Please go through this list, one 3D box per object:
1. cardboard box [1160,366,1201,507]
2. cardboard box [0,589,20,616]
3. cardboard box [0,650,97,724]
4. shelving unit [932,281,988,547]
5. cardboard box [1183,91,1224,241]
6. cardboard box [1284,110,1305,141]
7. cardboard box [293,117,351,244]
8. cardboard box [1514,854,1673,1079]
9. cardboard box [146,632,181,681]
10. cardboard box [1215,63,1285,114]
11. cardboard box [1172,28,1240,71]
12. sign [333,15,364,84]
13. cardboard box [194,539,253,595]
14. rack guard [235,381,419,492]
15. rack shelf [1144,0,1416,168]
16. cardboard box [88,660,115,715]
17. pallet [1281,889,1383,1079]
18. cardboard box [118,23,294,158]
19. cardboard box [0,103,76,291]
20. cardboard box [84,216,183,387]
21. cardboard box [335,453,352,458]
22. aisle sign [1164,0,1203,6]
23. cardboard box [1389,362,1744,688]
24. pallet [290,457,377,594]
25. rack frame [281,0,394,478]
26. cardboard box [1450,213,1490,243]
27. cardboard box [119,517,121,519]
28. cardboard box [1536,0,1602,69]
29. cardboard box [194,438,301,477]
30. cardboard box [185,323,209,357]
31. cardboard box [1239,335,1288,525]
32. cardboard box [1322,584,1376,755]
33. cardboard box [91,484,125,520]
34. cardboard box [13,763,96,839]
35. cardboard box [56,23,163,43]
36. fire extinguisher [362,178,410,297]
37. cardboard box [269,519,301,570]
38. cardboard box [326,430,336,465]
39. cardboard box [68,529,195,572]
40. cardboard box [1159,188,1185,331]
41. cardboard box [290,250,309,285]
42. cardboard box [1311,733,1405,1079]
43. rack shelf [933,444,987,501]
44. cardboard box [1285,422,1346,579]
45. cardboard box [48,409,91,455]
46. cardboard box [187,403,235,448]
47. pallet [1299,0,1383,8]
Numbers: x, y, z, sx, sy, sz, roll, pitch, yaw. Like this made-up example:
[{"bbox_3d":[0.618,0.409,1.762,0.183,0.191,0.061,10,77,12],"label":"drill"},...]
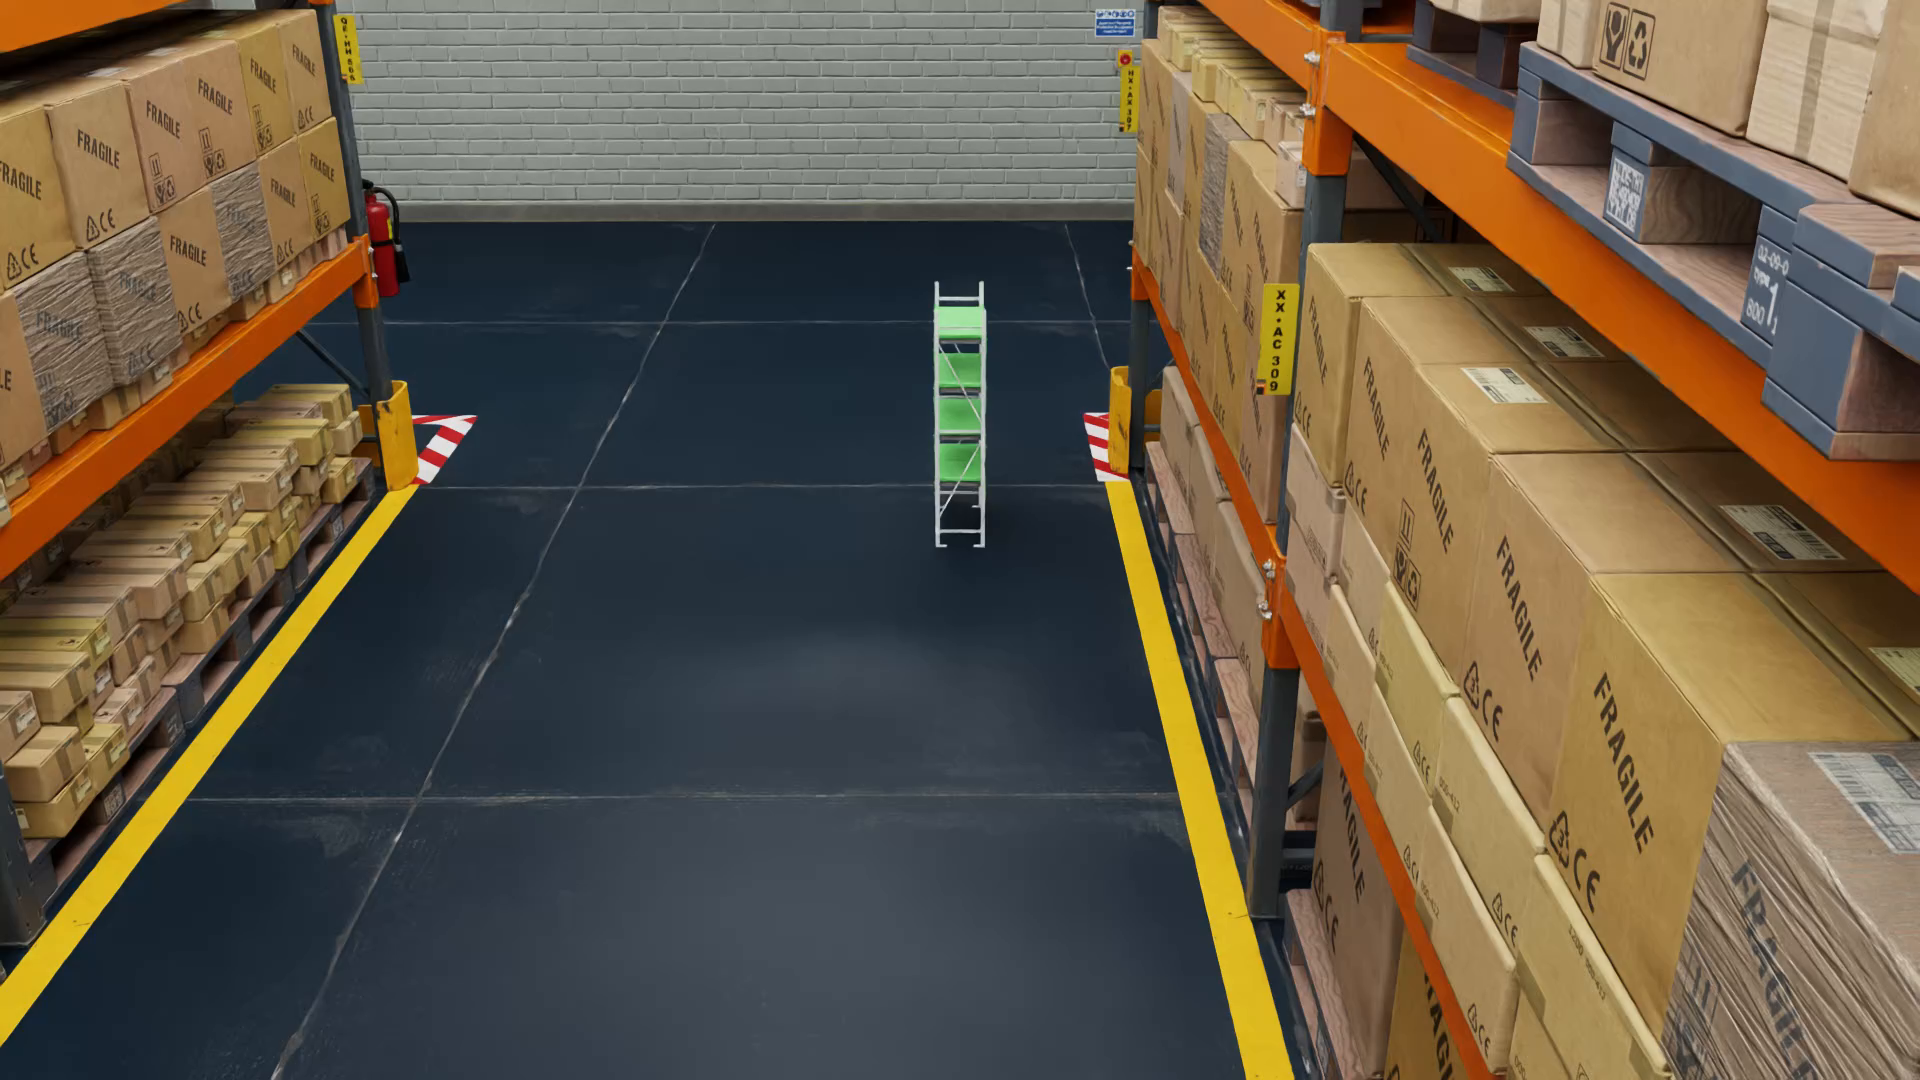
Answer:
[{"bbox_3d":[1.519,-0.541,8.406,0.875,0.438,0.875,-1,24,-2],"label":"cardboard box"},{"bbox_3d":[-3.734,0.300,6.175,0.380,0.149,0.250,1,24,1],"label":"cardboard box"},{"bbox_3d":[-3.233,0.504,5.725,0.380,0.149,0.250,1,24,2],"label":"cardboard box"},{"bbox_3d":[-0.002,-0.615,8.154,0.258,1.200,0.503,0,24,-1],"label":"shelving unit"},{"bbox_3d":[1.165,-1.460,6.504,0.500,0.500,0.500,0,24,0],"label":"cardboard box"},{"bbox_3d":[1.247,-1.274,5.306,0.380,0.149,0.250,0,24,0],"label":"cardboard box"},{"bbox_3d":[-3.274,-1.722,7.934,0.500,0.500,0.500,0,24,1],"label":"cardboard box"},{"bbox_3d":[1.205,0.728,2.576,0.500,0.250,0.500,-1,24,-2],"label":"cardboard box"},{"bbox_3d":[-3.324,0.453,6.559,0.380,0.149,0.250,-1,24,-3],"label":"cardboard box"},{"bbox_3d":[1.166,-1.691,6.226,0.380,0.149,0.250,0,24,-1],"label":"cardboard box"},{"bbox_3d":[1.122,-2.114,7.162,0.380,0.149,0.250,-1,24,-2],"label":"cardboard box"},{"bbox_3d":[-2.981,-2.390,8.107,0.100,0.325,0.005,0,24,-1],"label":"sign"},{"bbox_3d":[-3.204,0.110,6.955,0.380,0.149,0.250,0,24,0],"label":"cardboard box"},{"bbox_3d":[-3.536,-0.554,8.869,1.175,0.500,0.348,0,24,-1],"label":"rack guard"},{"bbox_3d":[1.434,-2.003,6.272,1.077,0.370,4.000,0,24,-1],"label":"rack shelf"},{"bbox_3d":[-3.308,0.541,6.003,0.380,0.149,0.250,0,24,-1],"label":"cardboard box"},{"bbox_3d":[1.540,1.448,4.792,1.003,0.211,1.213,0,24,-1],"label":"pallet"},{"bbox_3d":[-3.277,-1.965,7.259,0.500,0.500,0.500,-1,24,-2],"label":"cardboard box"},{"bbox_3d":[-3.275,-1.114,5.376,0.500,0.500,0.500,-1,24,-2],"label":"cardboard box"},{"bbox_3d":[-3.228,-0.874,6.061,0.500,0.500,0.500,-1,24,-2],"label":"cardboard box"},{"bbox_3d":[-3.322,-0.401,8.447,0.380,0.149,0.250,0,24,0],"label":"cardboard box"},{"bbox_3d":[1.121,-3.001,8.091,0.394,0.787,0.004,0,24,-1],"label":"aisle sign"},{"bbox_3d":[1.209,-0.043,3.369,0.500,0.500,0.500,-1,24,-2],"label":"cardboard box"},{"bbox_3d":[-3.562,-0.088,8.188,1.003,0.211,1.213,0,24,-1],"label":"pallet"},{"bbox_3d":[-3.537,-1.725,8.423,1.000,3.000,0.127,0,24,-1],"label":"rack frame"},{"bbox_3d":[1.693,-0.839,5.130,0.500,0.500,0.500,0,24,0],"label":"cardboard box"},{"bbox_3d":[-3.713,0.005,7.188,0.380,0.149,0.250,1,24,2],"label":"cardboard box"},{"bbox_3d":[1.126,-0.883,2.575,0.396,0.266,0.258,2,24,4],"label":"cardboard box"},{"bbox_3d":[-3.263,-0.354,7.621,0.380,0.149,0.250,-1,24,-3],"label":"cardboard box"},{"bbox_3d":[-3.305,-0.837,6.765,0.380,0.149,0.250,0,24,0],"label":"cardboard box"},{"bbox_3d":[1.195,-0.376,5.320,0.500,0.500,0.500,0,24,0],"label":"cardboard box"},{"bbox_3d":[1.204,0.324,4.076,0.500,0.250,0.500,-1,24,-2],"label":"cardboard box"},{"bbox_3d":[-3.836,-0.128,7.122,0.380,0.149,0.250,0,24,0],"label":"cardboard box"},{"bbox_3d":[-3.176,0.880,5.615,0.380,0.149,0.250,-1,24,-3],"label":"cardboard box"},{"bbox_3d":[-3.785,-1.967,7.264,0.500,0.500,0.500,0,24,1],"label":"cardboard box"},{"bbox_3d":[-3.078,-1.625,8.750,0.296,0.674,0.183,0,24,-1],"label":"fire extinguisher"},{"bbox_3d":[-3.220,0.020,7.515,0.380,0.149,0.250,-1,24,-3],"label":"cardboard box"},{"bbox_3d":[-3.296,-0.428,8.146,0.380,0.149,0.250,-1,24,-2],"label":"cardboard box"},{"bbox_3d":[-3.318,0.075,6.672,0.380,0.149,0.250,-1,24,-3],"label":"cardboard box"},{"bbox_3d":[1.151,-1.217,7.179,0.500,0.500,0.500,0,24,-1],"label":"cardboard box"},{"bbox_3d":[-3.267,-1.271,7.725,0.380,0.149,0.250,0,24,-1],"label":"cardboard box"},{"bbox_3d":[1.543,0.892,4.707,0.875,0.875,0.875,0,24,1],"label":"cardboard box"},{"bbox_3d":[-0.002,-0.338,8.279,0.258,0.148,0.480,0,24,-1],"label":"rack shelf"},{"bbox_3d":[1.179,-0.117,4.444,0.500,0.250,0.500,-1,24,-2],"label":"cardboard box"},{"bbox_3d":[-3.298,-0.408,5.817,0.380,0.149,0.250,-1,24,-3],"label":"cardboard box"},{"bbox_3d":[-3.747,-0.558,8.071,0.380,0.149,0.250,0,24,0],"label":"cardboard box"},{"bbox_3d":[1.457,-1.804,5.066,1.003,0.211,1.213,0,24,-1],"label":"pallet"}]
